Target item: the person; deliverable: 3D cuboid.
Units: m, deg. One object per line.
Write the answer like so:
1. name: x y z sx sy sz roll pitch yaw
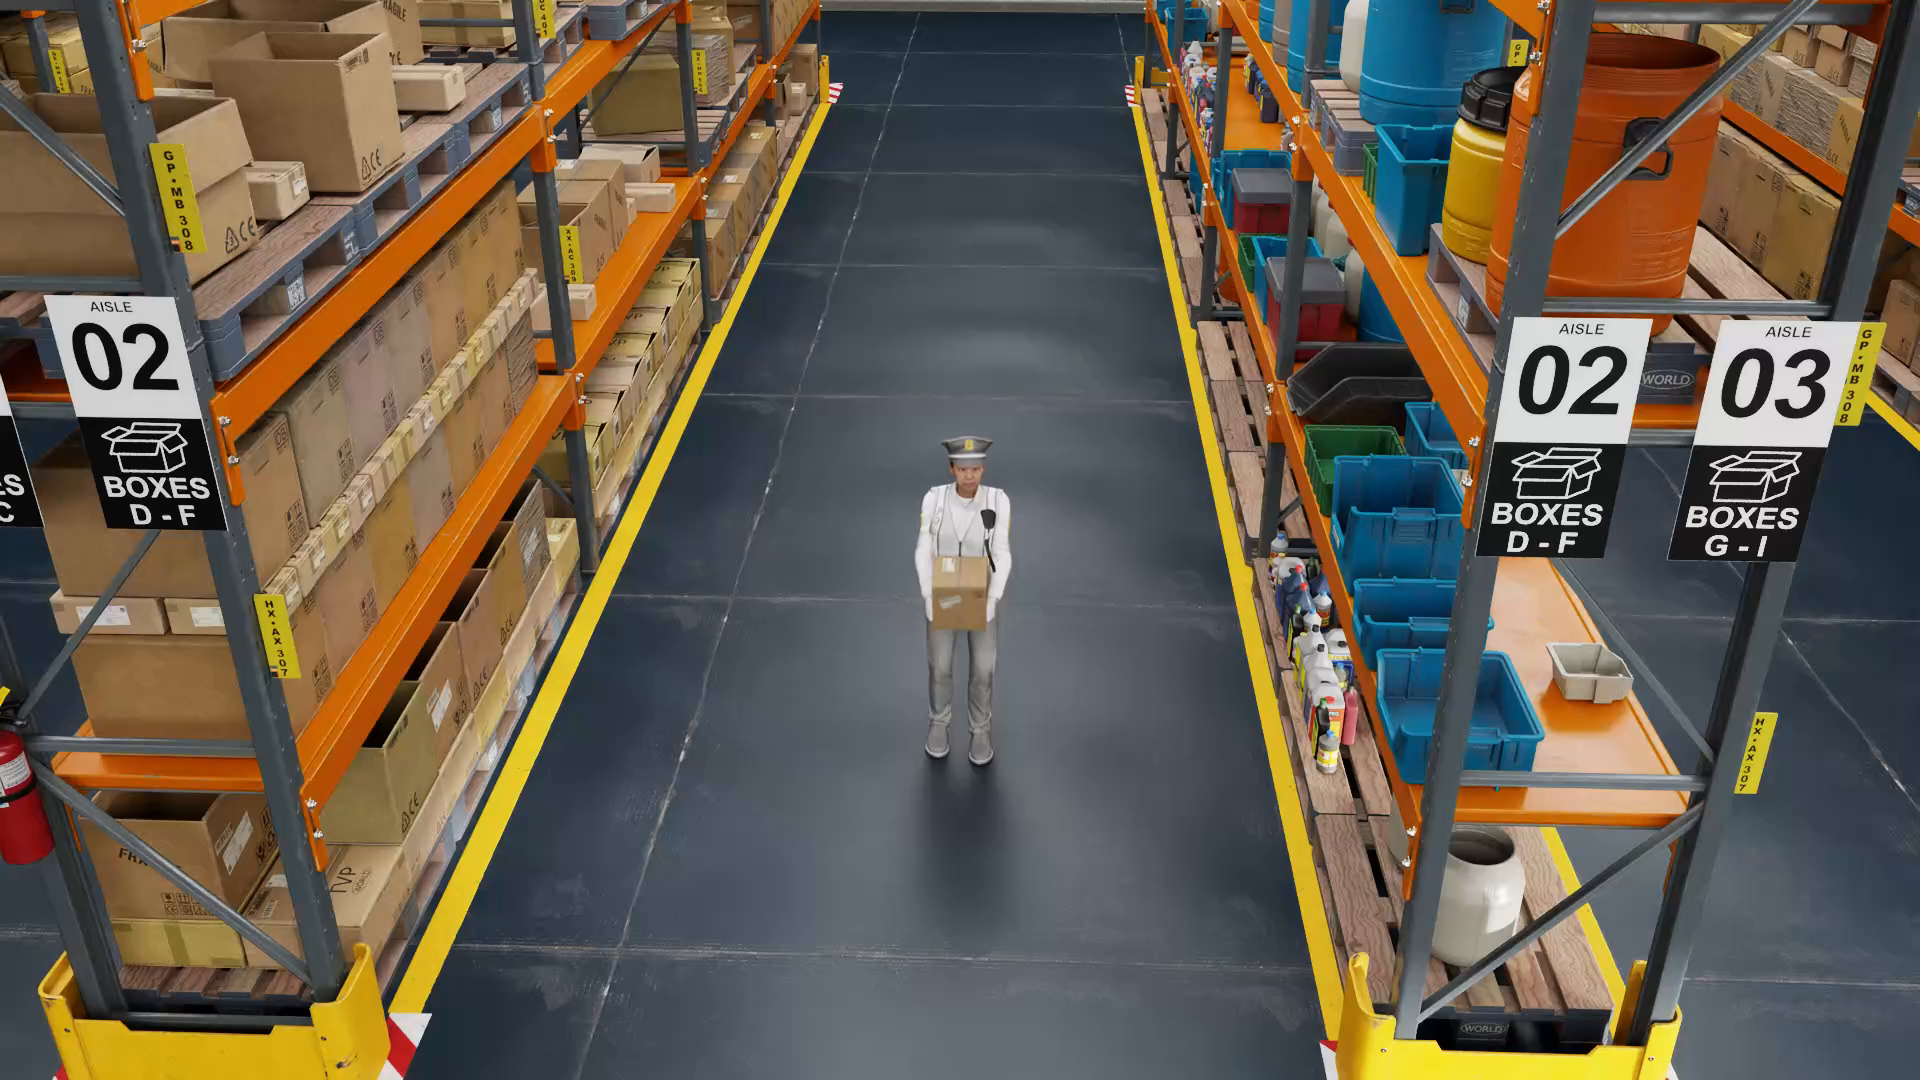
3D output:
1. person: 0.015 0.301 8.030 0.461 1.687 0.555 1 28 2
